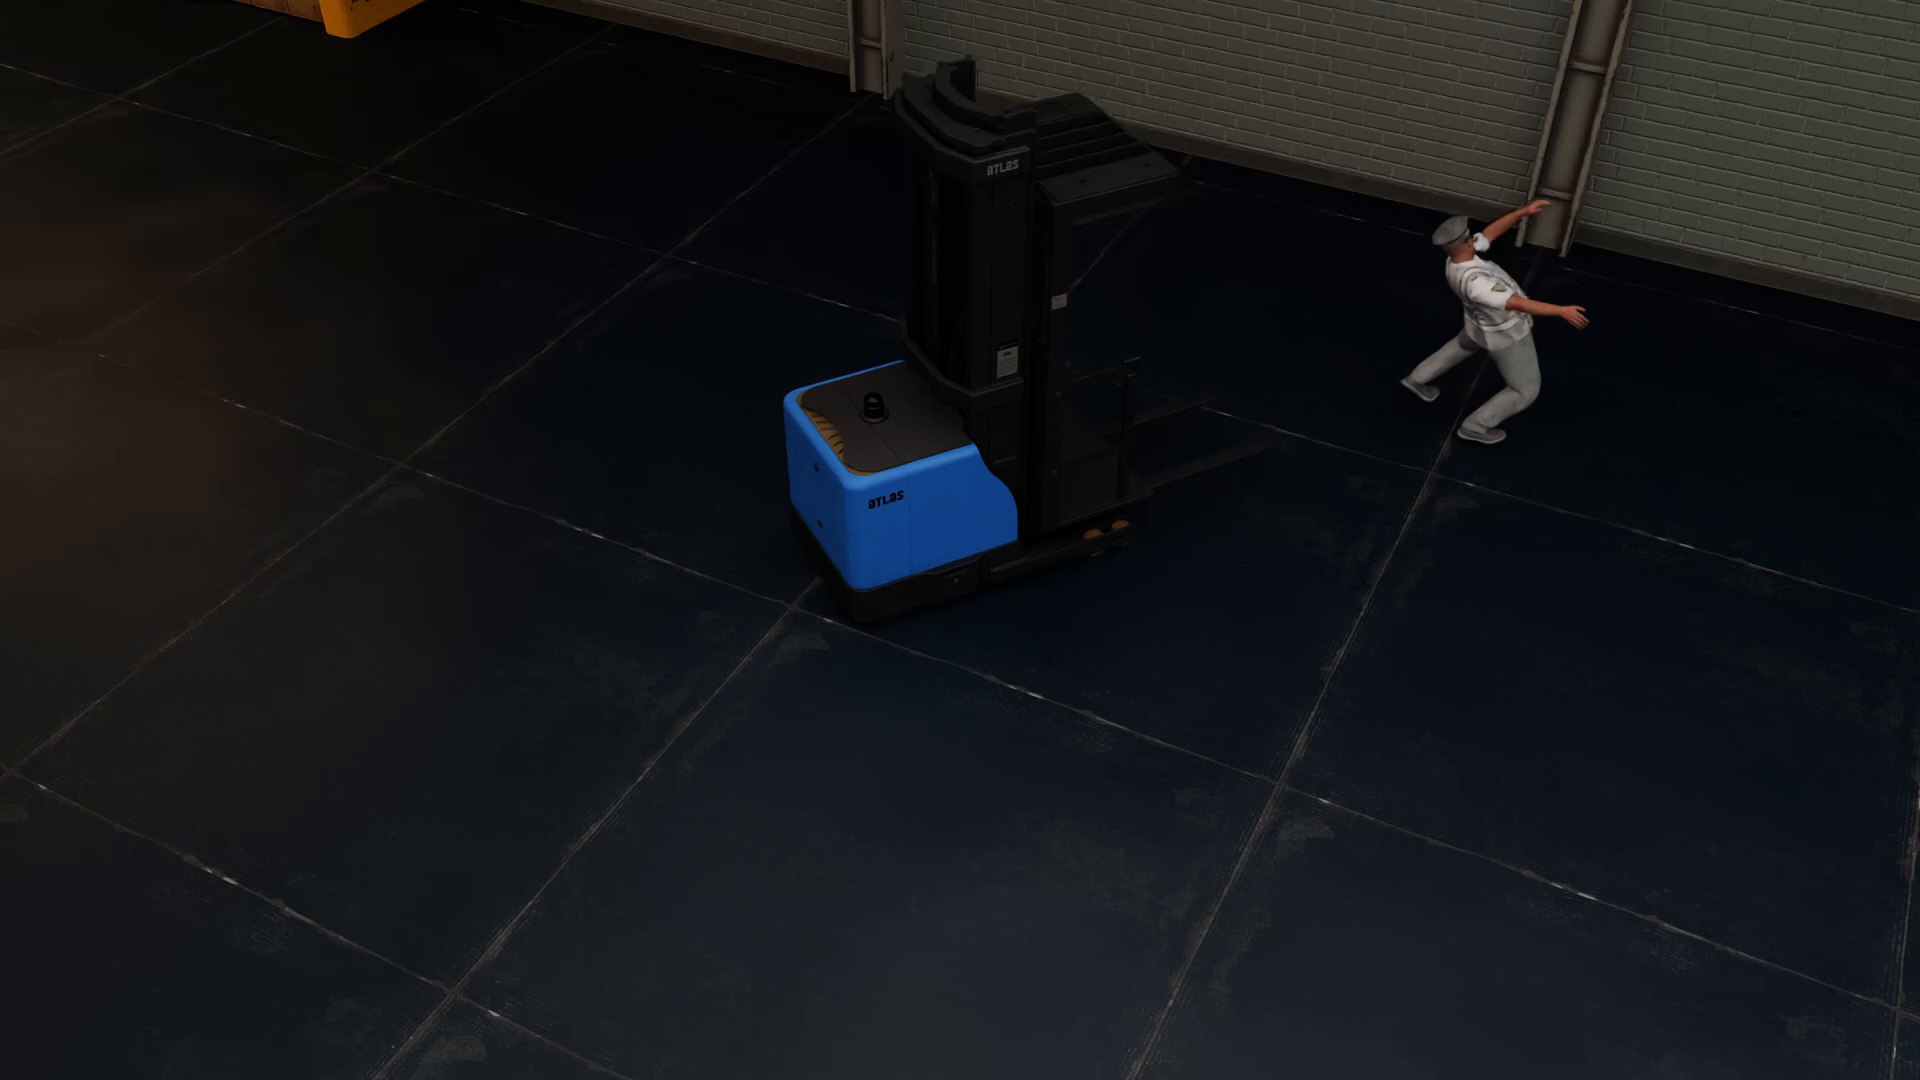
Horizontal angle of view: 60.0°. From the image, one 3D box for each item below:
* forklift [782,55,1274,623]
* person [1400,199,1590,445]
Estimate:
[{"bbox_3d":[0.509,-1.308,9.540,3.031,2.935,1.130,-18,43,-20],"label":"forklift"},{"bbox_3d":[3.420,-1.278,10.556,0.759,1.558,1.080,-15,42,-17],"label":"person"}]
